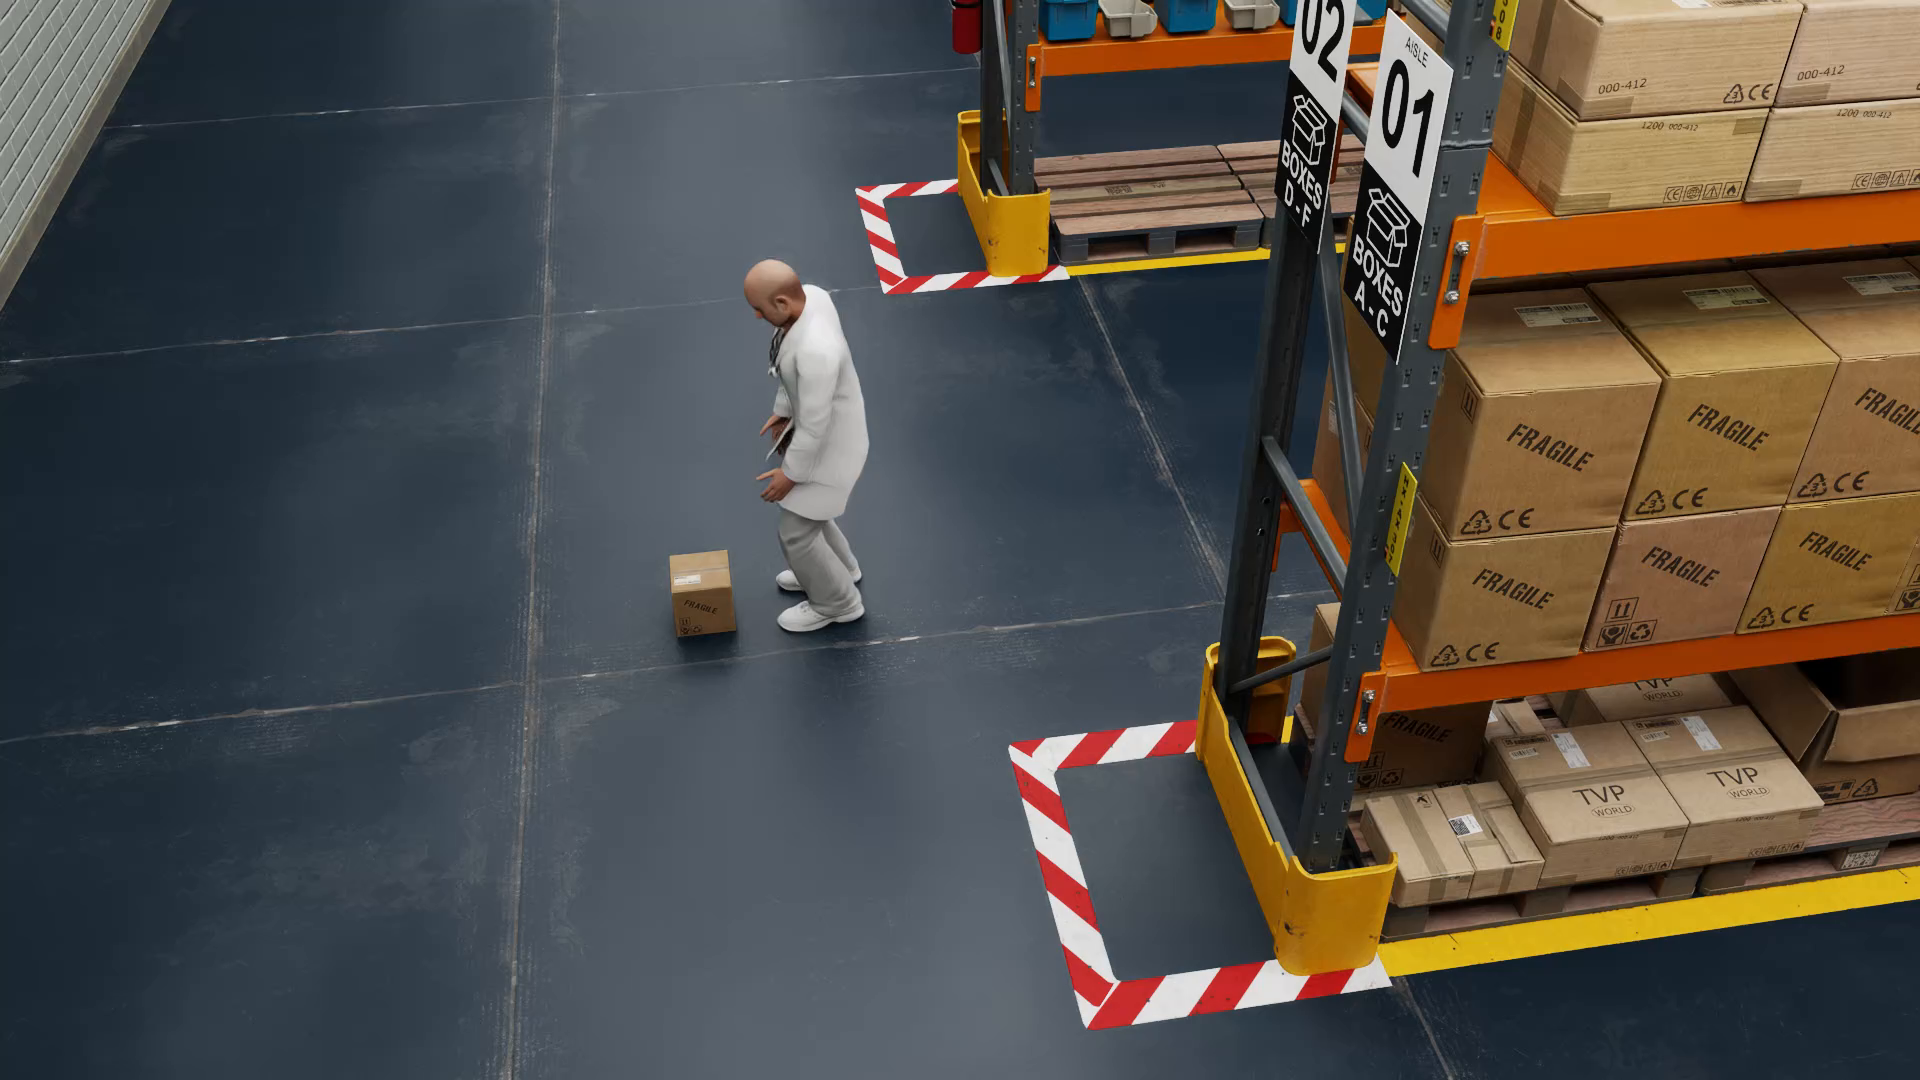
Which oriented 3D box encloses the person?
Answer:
[{"bbox_3d":[-0.600,-0.380,6.719,0.466,1.702,0.599,-5,38,-7],"label":"person"}]
